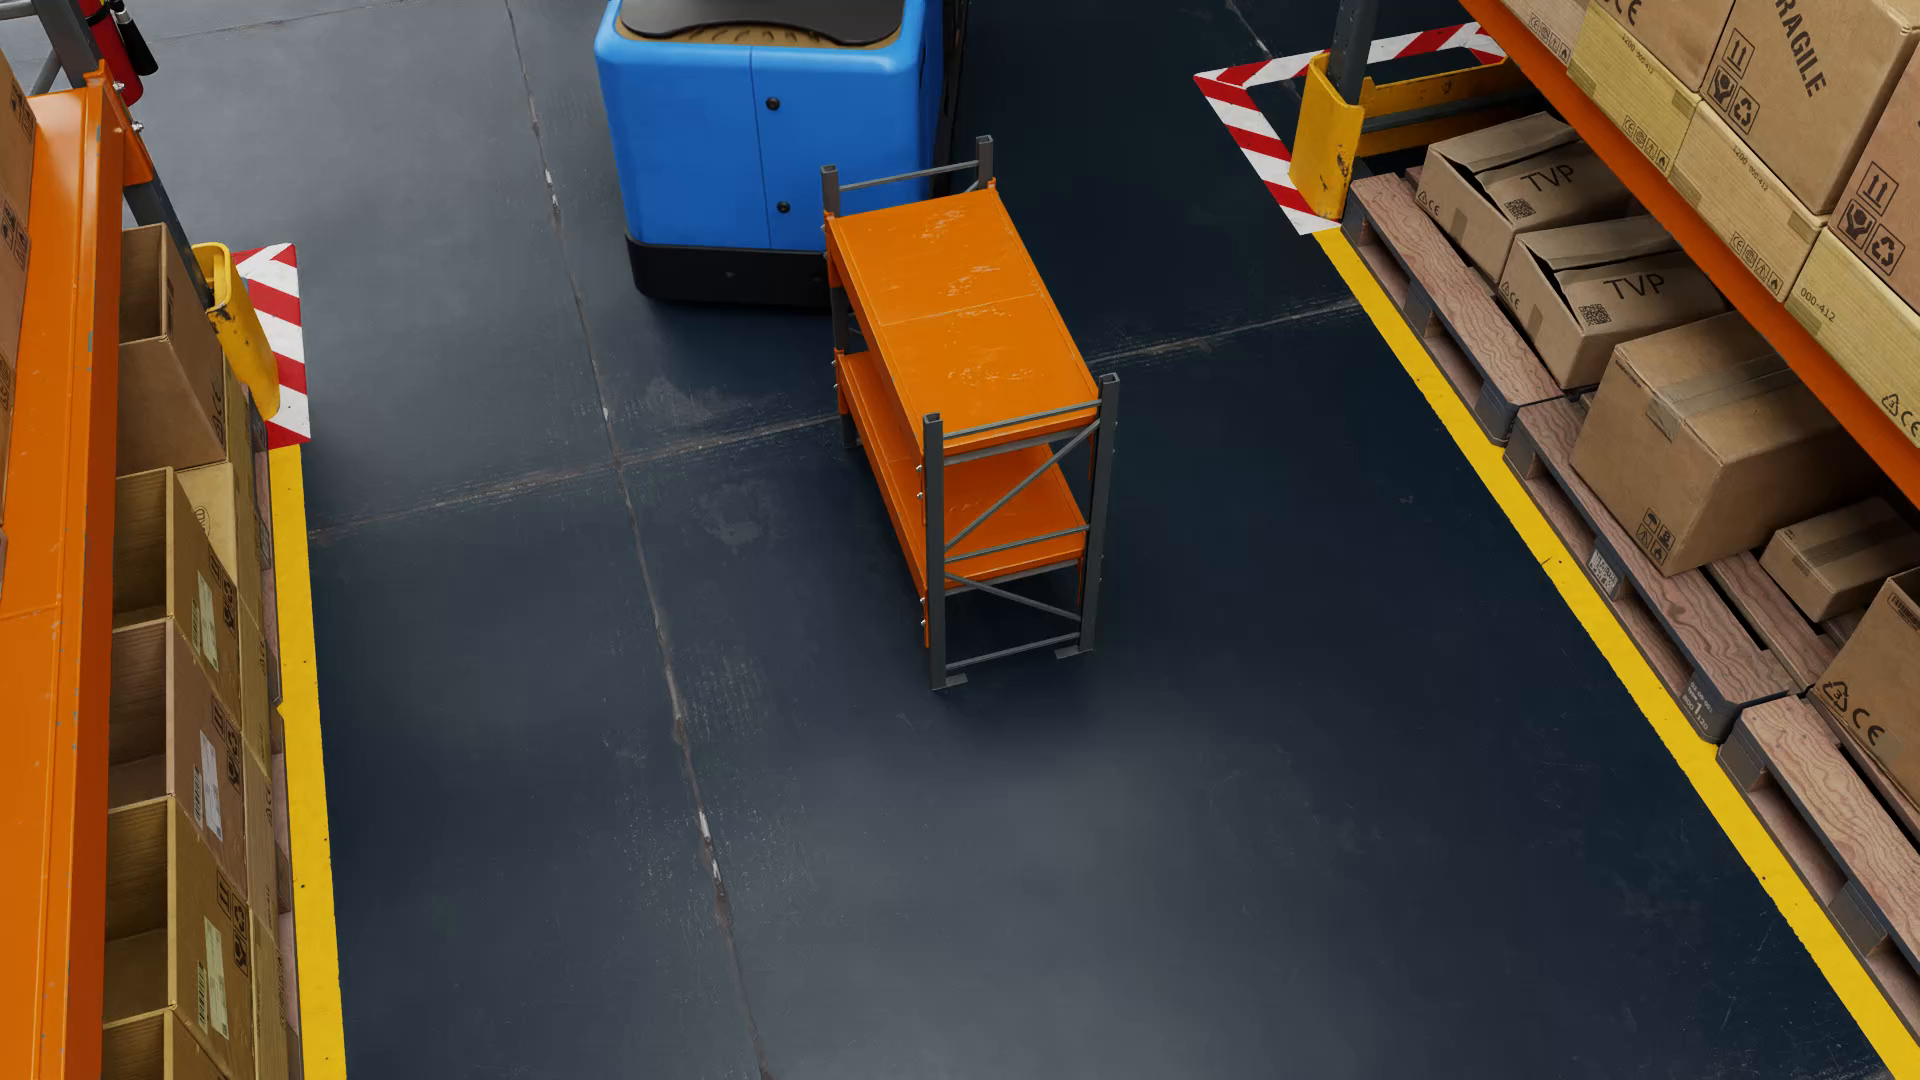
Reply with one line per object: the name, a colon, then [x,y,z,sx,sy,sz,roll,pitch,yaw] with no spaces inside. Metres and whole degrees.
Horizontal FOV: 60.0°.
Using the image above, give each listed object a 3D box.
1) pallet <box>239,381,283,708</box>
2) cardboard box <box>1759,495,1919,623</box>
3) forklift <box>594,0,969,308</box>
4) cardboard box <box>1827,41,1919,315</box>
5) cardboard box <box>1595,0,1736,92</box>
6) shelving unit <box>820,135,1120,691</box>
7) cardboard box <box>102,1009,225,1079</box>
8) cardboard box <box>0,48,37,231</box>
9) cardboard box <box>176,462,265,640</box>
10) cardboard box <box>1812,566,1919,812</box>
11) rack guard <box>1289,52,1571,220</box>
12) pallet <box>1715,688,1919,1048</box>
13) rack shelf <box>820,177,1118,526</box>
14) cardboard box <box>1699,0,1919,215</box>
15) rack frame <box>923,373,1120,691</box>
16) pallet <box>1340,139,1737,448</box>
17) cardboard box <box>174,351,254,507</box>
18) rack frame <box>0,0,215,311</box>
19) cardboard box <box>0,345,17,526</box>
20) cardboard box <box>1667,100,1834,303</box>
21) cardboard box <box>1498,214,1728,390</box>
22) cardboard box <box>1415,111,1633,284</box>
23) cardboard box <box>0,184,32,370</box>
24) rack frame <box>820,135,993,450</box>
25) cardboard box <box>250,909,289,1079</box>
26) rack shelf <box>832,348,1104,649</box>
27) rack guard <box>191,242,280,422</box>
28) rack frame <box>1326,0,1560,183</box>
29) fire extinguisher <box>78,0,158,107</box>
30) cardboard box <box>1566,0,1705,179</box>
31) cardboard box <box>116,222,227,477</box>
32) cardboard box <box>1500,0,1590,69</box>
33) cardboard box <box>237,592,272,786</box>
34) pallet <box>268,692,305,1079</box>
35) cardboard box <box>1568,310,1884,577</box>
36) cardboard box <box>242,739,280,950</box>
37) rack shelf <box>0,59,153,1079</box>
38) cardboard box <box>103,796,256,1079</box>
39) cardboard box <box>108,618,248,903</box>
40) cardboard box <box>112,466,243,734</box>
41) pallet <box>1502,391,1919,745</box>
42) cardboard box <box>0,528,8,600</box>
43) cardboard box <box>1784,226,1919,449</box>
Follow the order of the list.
pallet: [-2.621,0.097,5.030,1.003,0.211,1.213,-13,51,-11]
cardboard box: [2.572,0.052,4.821,0.380,0.149,0.250,-17,52,-14]
forklift: [-0.542,-2.882,5.763,1.130,2.935,3.031,3,50,3]
cardboard box: [2.299,-0.761,3.524,0.500,0.500,0.500,-15,51,-12]
cardboard box: [1.981,-1.515,4.160,0.500,0.500,0.500,-15,51,-12]
shelving unit: [0.002,-0.358,4.816,0.538,1.125,1.048,-13,51,-11]
cardboard box: [-1.698,1.307,3.220,0.500,0.500,0.500,-13,51,-11]
cardboard box: [-2.762,-1.039,4.099,0.700,0.500,0.500,-13,51,-11]
cardboard box: [-2.287,0.087,4.738,0.500,0.250,0.500,-13,51,-11]
cardboard box: [2.681,0.363,4.330,0.500,0.500,0.500,-17,52,-14]
rack guard: [1.866,-1.613,6.283,1.175,0.500,0.348,-13,51,-11]
pallet: [2.794,0.864,4.384,1.003,0.211,1.213,-13,51,-11]
rack shelf: [0.002,-0.546,4.592,0.538,0.278,1.000,-13,51,-11]
cardboard box: [2.145,-1.141,3.844,0.500,0.500,0.500,-12,51,-10]
rack frame: [0.152,0.014,4.503,0.500,1.125,0.032,-13,51,-11]
pallet: [2.072,-0.918,5.886,1.003,0.211,1.213,-13,51,-11]
cardboard box: [-2.447,-0.275,5.044,0.500,0.250,0.500,-13,51,-11]
rack frame: [-2.888,-1.351,4.427,1.000,3.000,0.127,-13,51,-11]
cardboard box: [-2.461,-0.293,3.470,0.700,0.500,0.500,-13,51,-11]
cardboard box: [2.144,-0.885,4.119,0.500,0.250,0.500,-13,51,-11]
cardboard box: [2.131,-0.807,5.439,0.500,0.311,0.500,-10,51,-8]
cardboard box: [1.962,-1.223,5.790,0.500,0.311,0.500,-19,52,-15]
cardboard box: [-2.602,-0.657,3.777,0.700,0.500,0.500,-12,51,-10]
rack frame: [-0.148,-0.729,5.129,0.500,1.125,0.032,-13,51,-11]
cardboard box: [-1.838,1.181,3.816,0.500,0.250,0.500,-13,51,-11]
rack shelf: [0.002,-0.200,5.003,0.538,0.278,1.000,-13,51,-11]
rack guard: [-2.895,-0.563,5.398,1.175,0.500,0.348,-13,51,-11]
rack frame: [1.843,-2.474,5.374,1.000,3.000,0.127,-13,51,-11]
fire extinguisher: [-2.479,-1.517,4.618,0.296,0.674,0.183,-13,51,-11]
cardboard box: [1.997,-1.254,4.431,0.500,0.250,0.500,-14,51,-12]
cardboard box: [-2.445,-0.517,4.758,0.500,0.500,0.500,-13,51,-11]
cardboard box: [1.852,-1.628,4.745,0.500,0.250,0.500,-15,51,-12]
cardboard box: [-2.138,0.452,4.431,0.500,0.250,0.500,-13,51,-11]
pallet: [-2.264,0.986,4.280,1.003,0.211,1.213,-13,51,-11]
cardboard box: [2.300,-0.321,4.906,0.700,0.500,0.500,-16,52,-13]
cardboard box: [-1.992,0.818,4.123,0.500,0.250,0.500,-13,51,-11]
rack shelf: [-2.296,0.342,3.471,1.077,0.370,4.000,-13,51,-11]
cardboard box: [-1.839,0.940,3.529,0.500,0.500,0.500,-13,51,-11]
cardboard box: [-1.988,0.575,3.837,0.500,0.500,0.500,-13,51,-11]
cardboard box: [-2.135,0.210,4.145,0.500,0.500,0.500,-13,51,-11]
pallet: [2.429,-0.029,5.136,1.003,0.211,1.213,-13,51,-11]
cardboard box: [-2.301,0.091,3.146,0.700,0.500,0.500,-12,51,-10]
cardboard box: [2.294,-0.517,3.809,0.500,0.250,0.500,-14,51,-11]
